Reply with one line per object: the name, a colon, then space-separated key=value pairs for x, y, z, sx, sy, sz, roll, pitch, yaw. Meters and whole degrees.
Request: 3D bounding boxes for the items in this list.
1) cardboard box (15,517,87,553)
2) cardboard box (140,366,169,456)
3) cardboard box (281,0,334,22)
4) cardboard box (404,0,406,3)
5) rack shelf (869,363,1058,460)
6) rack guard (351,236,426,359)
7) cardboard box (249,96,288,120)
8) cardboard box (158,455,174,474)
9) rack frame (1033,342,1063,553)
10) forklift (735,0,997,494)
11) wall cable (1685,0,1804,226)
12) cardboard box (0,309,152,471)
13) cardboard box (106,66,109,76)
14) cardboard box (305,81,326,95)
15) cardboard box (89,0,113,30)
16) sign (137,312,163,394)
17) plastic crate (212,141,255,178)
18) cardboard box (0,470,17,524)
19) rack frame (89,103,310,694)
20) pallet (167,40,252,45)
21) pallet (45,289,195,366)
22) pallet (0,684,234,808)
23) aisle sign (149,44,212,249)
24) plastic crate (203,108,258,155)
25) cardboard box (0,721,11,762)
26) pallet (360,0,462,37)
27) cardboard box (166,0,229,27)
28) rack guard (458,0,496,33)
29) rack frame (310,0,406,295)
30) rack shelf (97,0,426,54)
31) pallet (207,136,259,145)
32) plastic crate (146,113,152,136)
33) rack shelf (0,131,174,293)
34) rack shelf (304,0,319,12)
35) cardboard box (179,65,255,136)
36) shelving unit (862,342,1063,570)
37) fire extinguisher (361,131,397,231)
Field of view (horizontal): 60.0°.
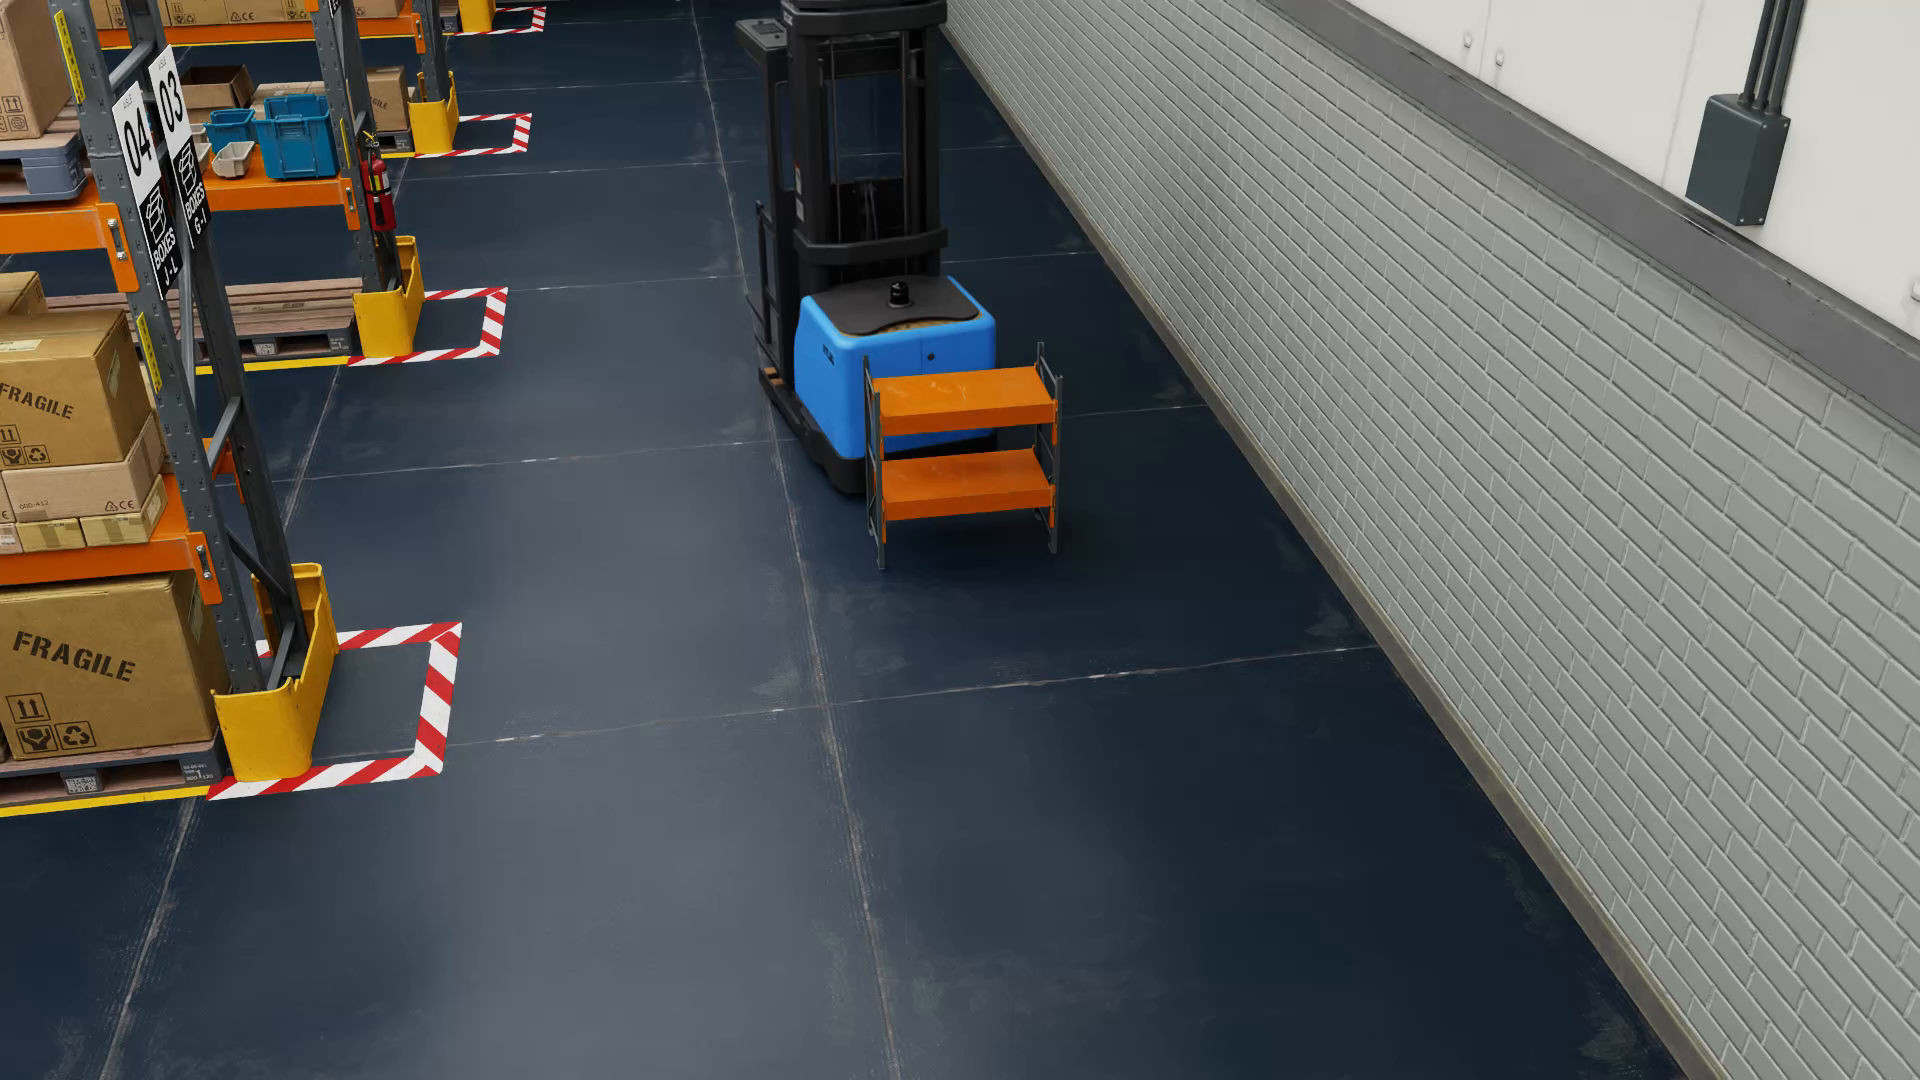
cardboard box: x=-3.960 y=-0.109 z=7.339 sx=0.250 sy=0.149 sz=0.380 roll=-5 pitch=31 yaw=-8
cardboard box: x=-3.934 y=-0.593 z=7.768 sx=0.500 sy=0.250 sz=0.500 roll=-6 pitch=31 yaw=-10
cardboard box: x=-6.096 y=-5.196 z=15.643 sx=0.500 sy=0.500 sz=0.500 roll=-5 pitch=31 yaw=-8
cardboard box: x=-5.678 y=-5.512 z=16.181 sx=0.500 sy=0.500 sz=0.500 roll=-5 pitch=31 yaw=-8
rack shelf: x=0.007 y=-0.738 z=9.432 sx=1.000 sy=0.278 sz=0.538 roll=-5 pitch=31 yaw=-9
rack guard: x=-4.285 y=-1.839 z=12.499 sx=0.348 sy=0.500 sz=1.175 roll=-5 pitch=31 yaw=-9
cardboard box: x=-6.625 y=-4.138 z=16.222 sx=0.500 sy=0.250 sz=0.500 roll=-5 pitch=31 yaw=-9
cardboard box: x=-3.822 y=-0.463 z=7.940 sx=0.250 sy=0.149 sz=0.380 roll=-5 pitch=31 yaw=-8
rack frame: x=0.507 y=-0.532 z=9.659 sx=0.032 sy=1.125 sz=0.500 roll=-5 pitch=31 yaw=-9
forklift: x=-0.765 y=-2.280 z=10.851 sx=1.130 sy=2.935 sz=3.031 roll=-11 pitch=32 yaw=-18
wall cable: x=2.769 y=-3.209 z=3.271 sx=0.120 sy=5.999 sz=2.277 roll=-5 pitch=31 yaw=-9
cardboard box: x=-3.846 y=-0.650 z=7.125 sx=0.500 sy=0.500 sz=0.500 roll=-5 pitch=31 yaw=-8
cardboard box: x=-8.620 y=-4.319 z=16.282 sx=0.500 sy=0.500 sz=0.500 roll=-5 pitch=31 yaw=-9
cardboard box: x=-6.272 y=-4.429 z=16.716 sx=0.500 sy=0.250 sz=0.500 roll=-5 pitch=31 yaw=-9
cardboard box: x=-8.075 y=-5.015 z=15.336 sx=0.500 sy=0.500 sz=0.500 roll=-5 pitch=31 yaw=-8
sign: x=-3.330 y=-0.768 z=6.836 sx=0.005 sy=0.325 sz=0.100 roll=-5 pitch=31 yaw=-9
plastic crate: x=-5.075 y=-2.656 z=11.623 sx=0.243 sy=0.136 sz=0.396 roll=-5 pitch=31 yaw=-9
cardboard box: x=-4.342 y=-0.280 z=7.236 sx=0.500 sy=0.250 sz=0.500 roll=-6 pitch=31 yaw=-10
rack frame: x=-3.414 y=-0.439 z=7.651 sx=0.127 sy=3.000 sz=1.000 roll=-5 pitch=31 yaw=-9
pallet: x=-9.263 y=-6.311 z=20.389 sx=1.213 sy=0.211 sz=1.003 roll=-5 pitch=31 yaw=-9
pallet: x=-6.322 y=-1.541 z=12.276 sx=1.213 sy=0.211 sz=1.003 roll=-5 pitch=31 yaw=-9
pallet: x=-4.186 y=0.875 z=8.168 sx=1.213 sy=0.211 sz=1.003 roll=-5 pitch=31 yaw=-9
aisle sign: x=-3.397 y=-1.716 z=7.258 sx=0.004 sy=0.787 sz=0.394 roll=-5 pitch=31 yaw=-9
plastic crate: x=-5.256 y=-2.943 z=12.017 sx=0.300 sy=0.233 sz=0.416 roll=-5 pitch=31 yaw=-9
cardboard box: x=-4.924 y=0.477 z=7.775 sx=0.875 sy=0.875 sz=0.875 roll=-5 pitch=31 yaw=-9
pallet: x=-6.863 y=-6.534 z=20.768 sx=1.213 sy=0.211 sz=1.003 roll=-5 pitch=31 yaw=-9
cardboard box: x=-7.083 y=-5.107 z=15.492 sx=0.500 sy=0.500 sz=0.500 roll=-6 pitch=31 yaw=-10
rack guard: x=-6.067 y=-6.772 z=20.889 sx=0.348 sy=0.500 sz=1.175 roll=-5 pitch=31 yaw=-9
rack frame: x=-4.306 y=-2.908 z=11.851 sx=0.127 sy=3.000 sz=1.000 roll=-5 pitch=31 yaw=-9
rack shelf: x=-7.162 y=-4.886 z=15.924 sx=4.000 sy=0.370 sz=1.077 roll=-5 pitch=31 yaw=-9
pallet: x=-7.251 y=-3.986 z=16.436 sx=1.213 sy=0.211 sz=1.003 roll=-5 pitch=31 yaw=-9
plastic crate: x=-5.903 y=-2.883 z=11.915 sx=0.300 sy=0.233 sz=0.416 roll=-5 pitch=31 yaw=-9
rack shelf: x=-5.381 y=-1.239 z=6.763 sx=4.000 sy=0.370 sz=1.077 roll=-5 pitch=31 yaw=-9
rack shelf: x=-6.273 y=-3.709 z=10.963 sx=4.000 sy=0.370 sz=1.077 roll=-5 pitch=31 yaw=-9
cardboard box: x=-7.282 y=-4.301 z=16.248 sx=0.637 sy=0.503 sz=0.797 roll=-5 pitch=31 yaw=-9
shelving unit: x=0.007 y=-0.486 z=9.580 sx=1.048 sy=1.125 sz=0.538 roll=-5 pitch=31 yaw=-9
fire extinguisher: x=-4.076 y=-2.501 z=11.603 sx=0.183 sy=0.674 sz=0.296 roll=-5 pitch=31 yaw=-9
